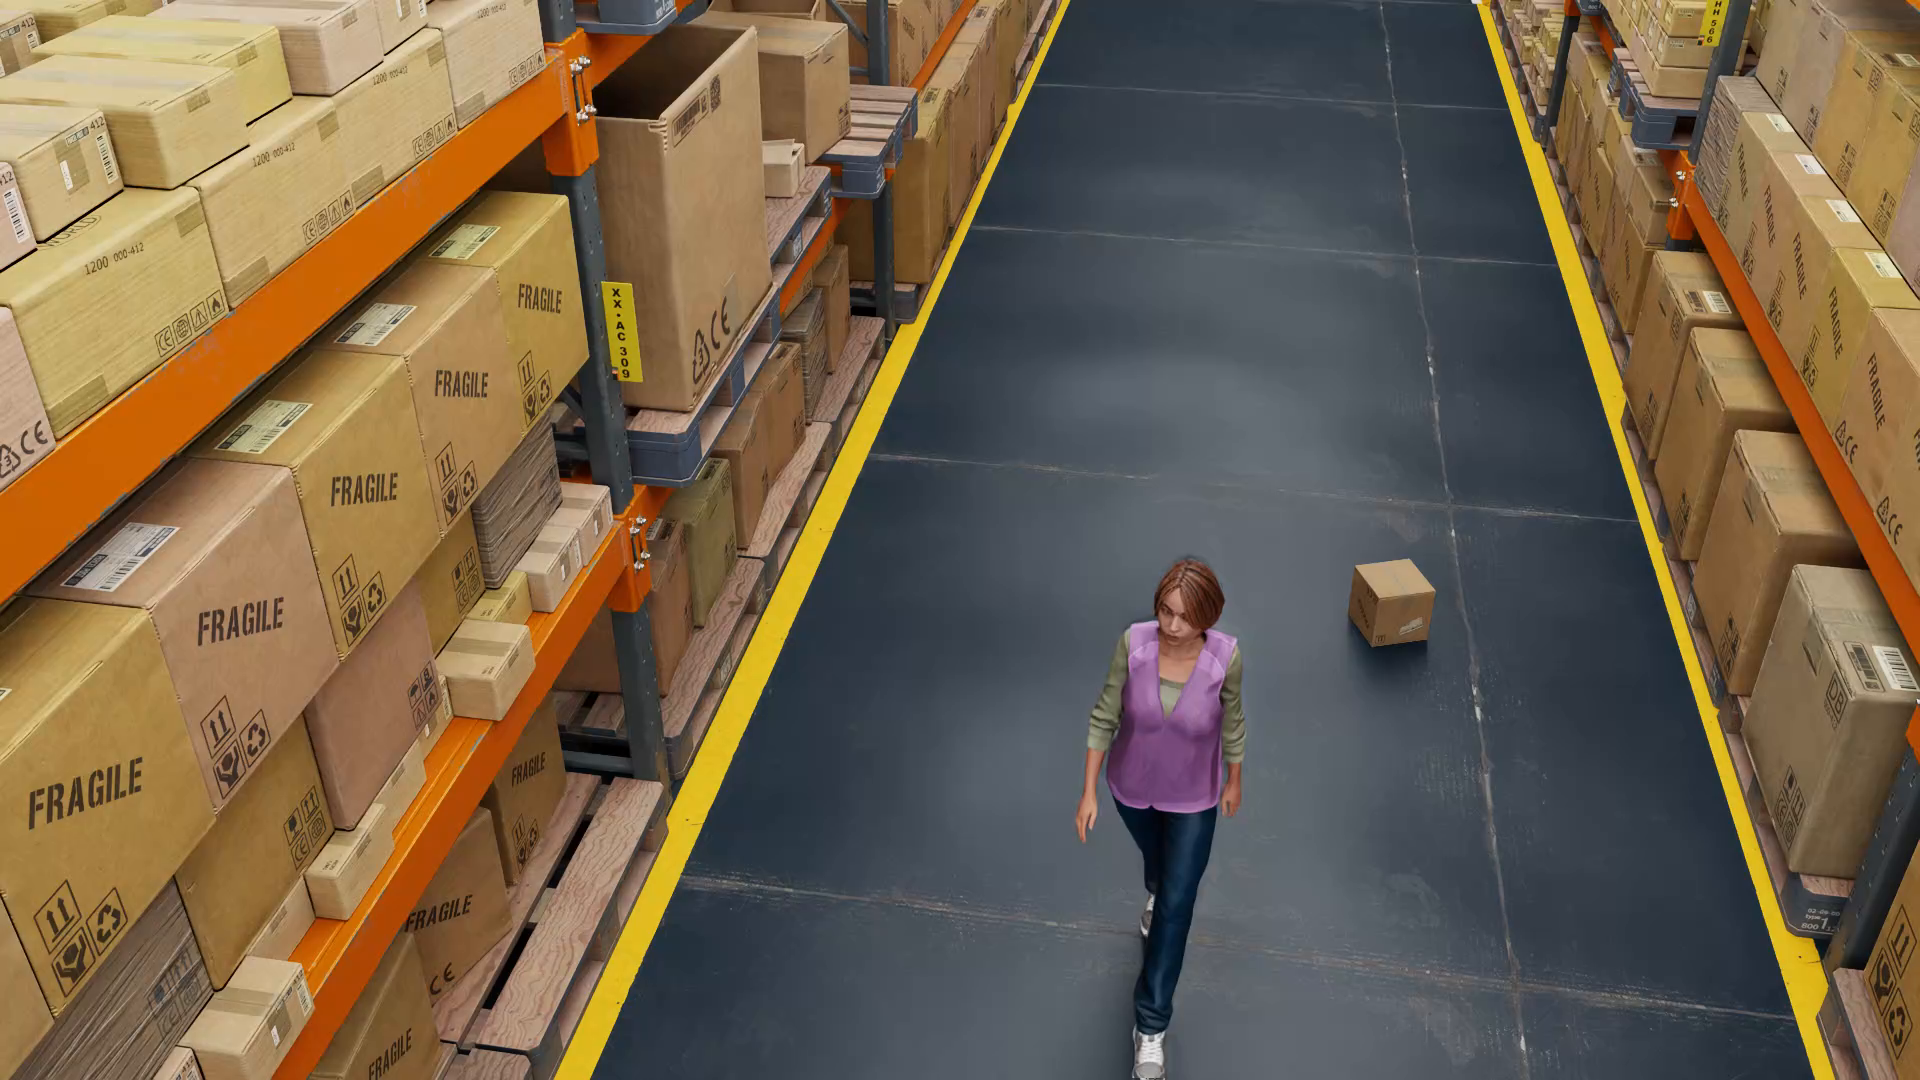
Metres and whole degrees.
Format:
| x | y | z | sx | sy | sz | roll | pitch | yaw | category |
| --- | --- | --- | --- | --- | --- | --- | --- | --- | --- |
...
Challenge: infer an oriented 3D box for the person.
| x | y | z | sx | sy | sz | roll | pitch | yaw | category |
| --- | --- | --- | --- | --- | --- | --- | --- | --- | --- |
| 0.583 | 0.768 | 4.934 | 0.446 | 1.552 | 0.890 | 11 | 35 | 17 | person |
